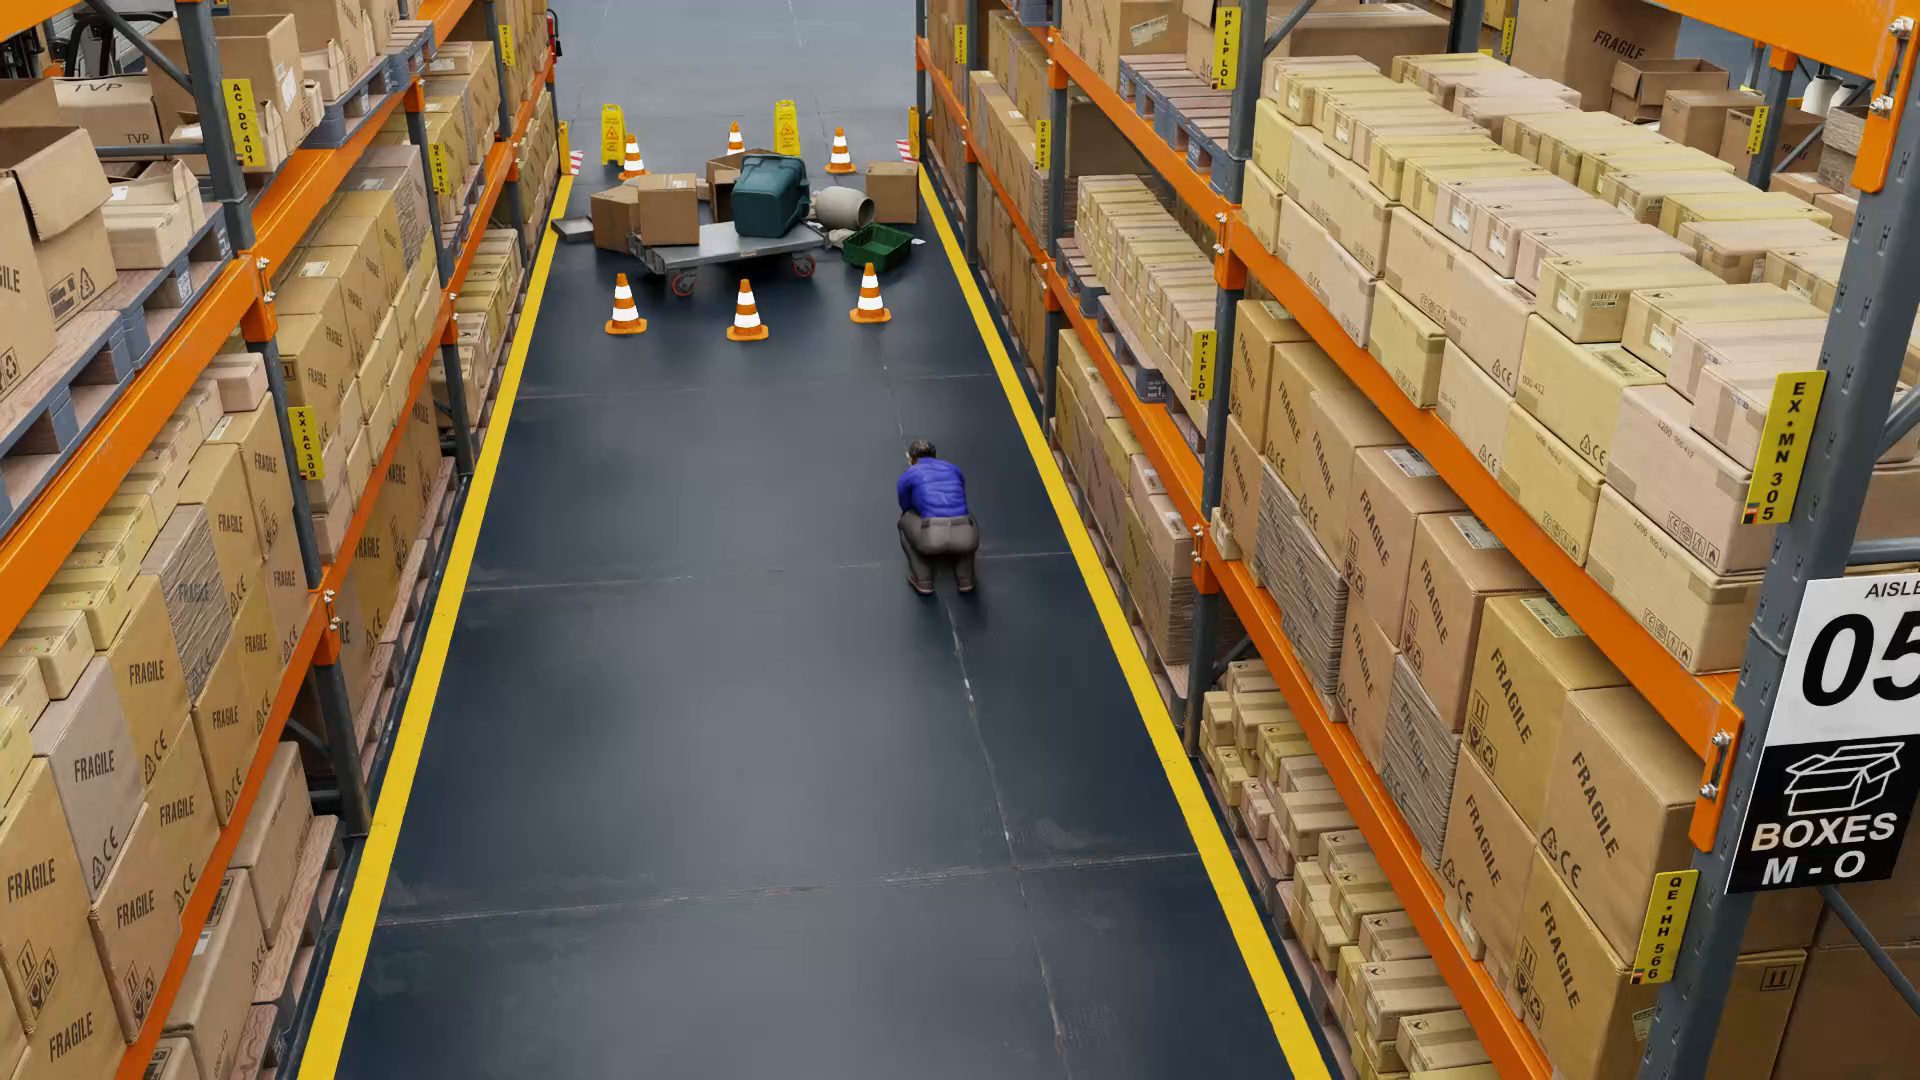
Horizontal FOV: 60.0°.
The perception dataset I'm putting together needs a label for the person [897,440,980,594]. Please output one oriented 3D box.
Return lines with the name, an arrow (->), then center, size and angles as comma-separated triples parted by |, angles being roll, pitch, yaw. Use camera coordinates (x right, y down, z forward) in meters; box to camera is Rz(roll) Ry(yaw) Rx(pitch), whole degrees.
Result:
person -> -0.131, -0.099, 9.911 | 0.474, 0.801, 0.830 | -4, 28, -8
